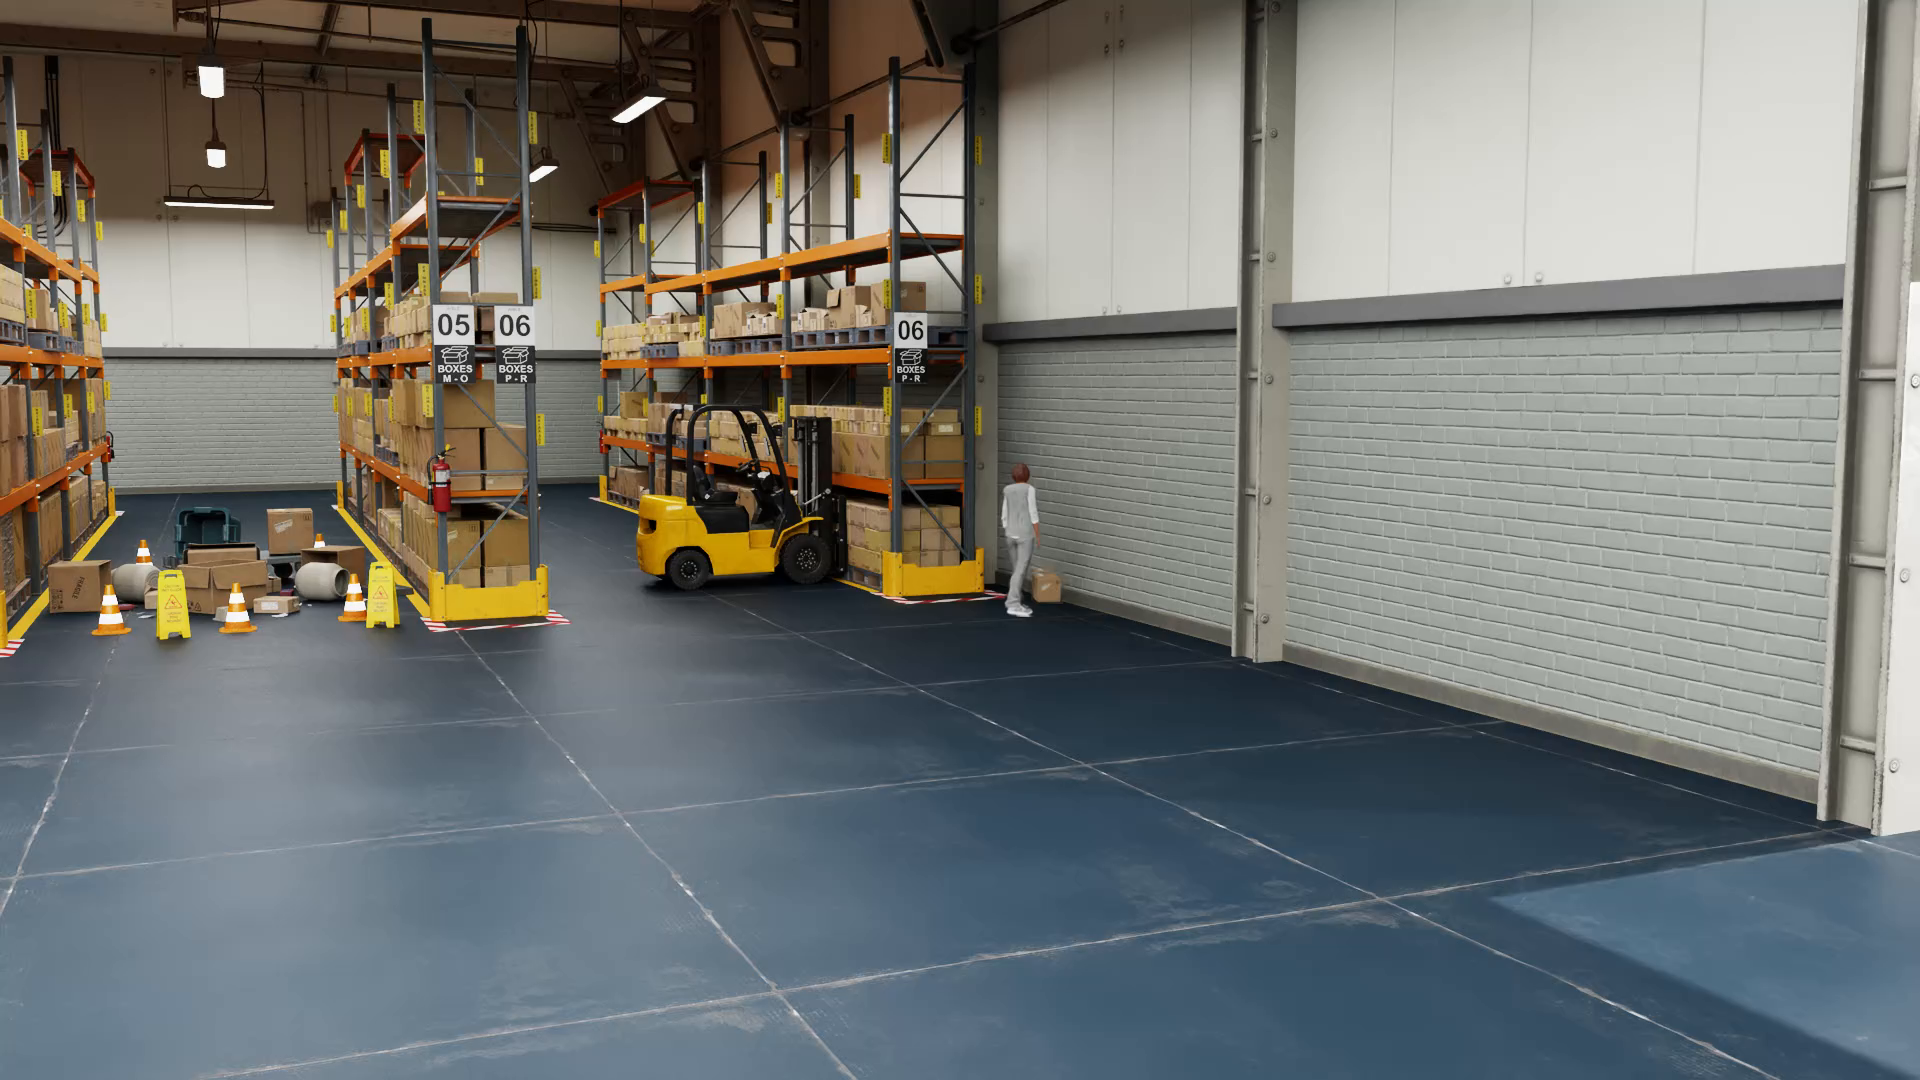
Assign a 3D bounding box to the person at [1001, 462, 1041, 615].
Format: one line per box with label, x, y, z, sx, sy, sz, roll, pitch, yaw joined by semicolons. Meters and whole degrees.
person;0.606;-0.013;17.362;0.452;1.587;0.506;4;7;38
